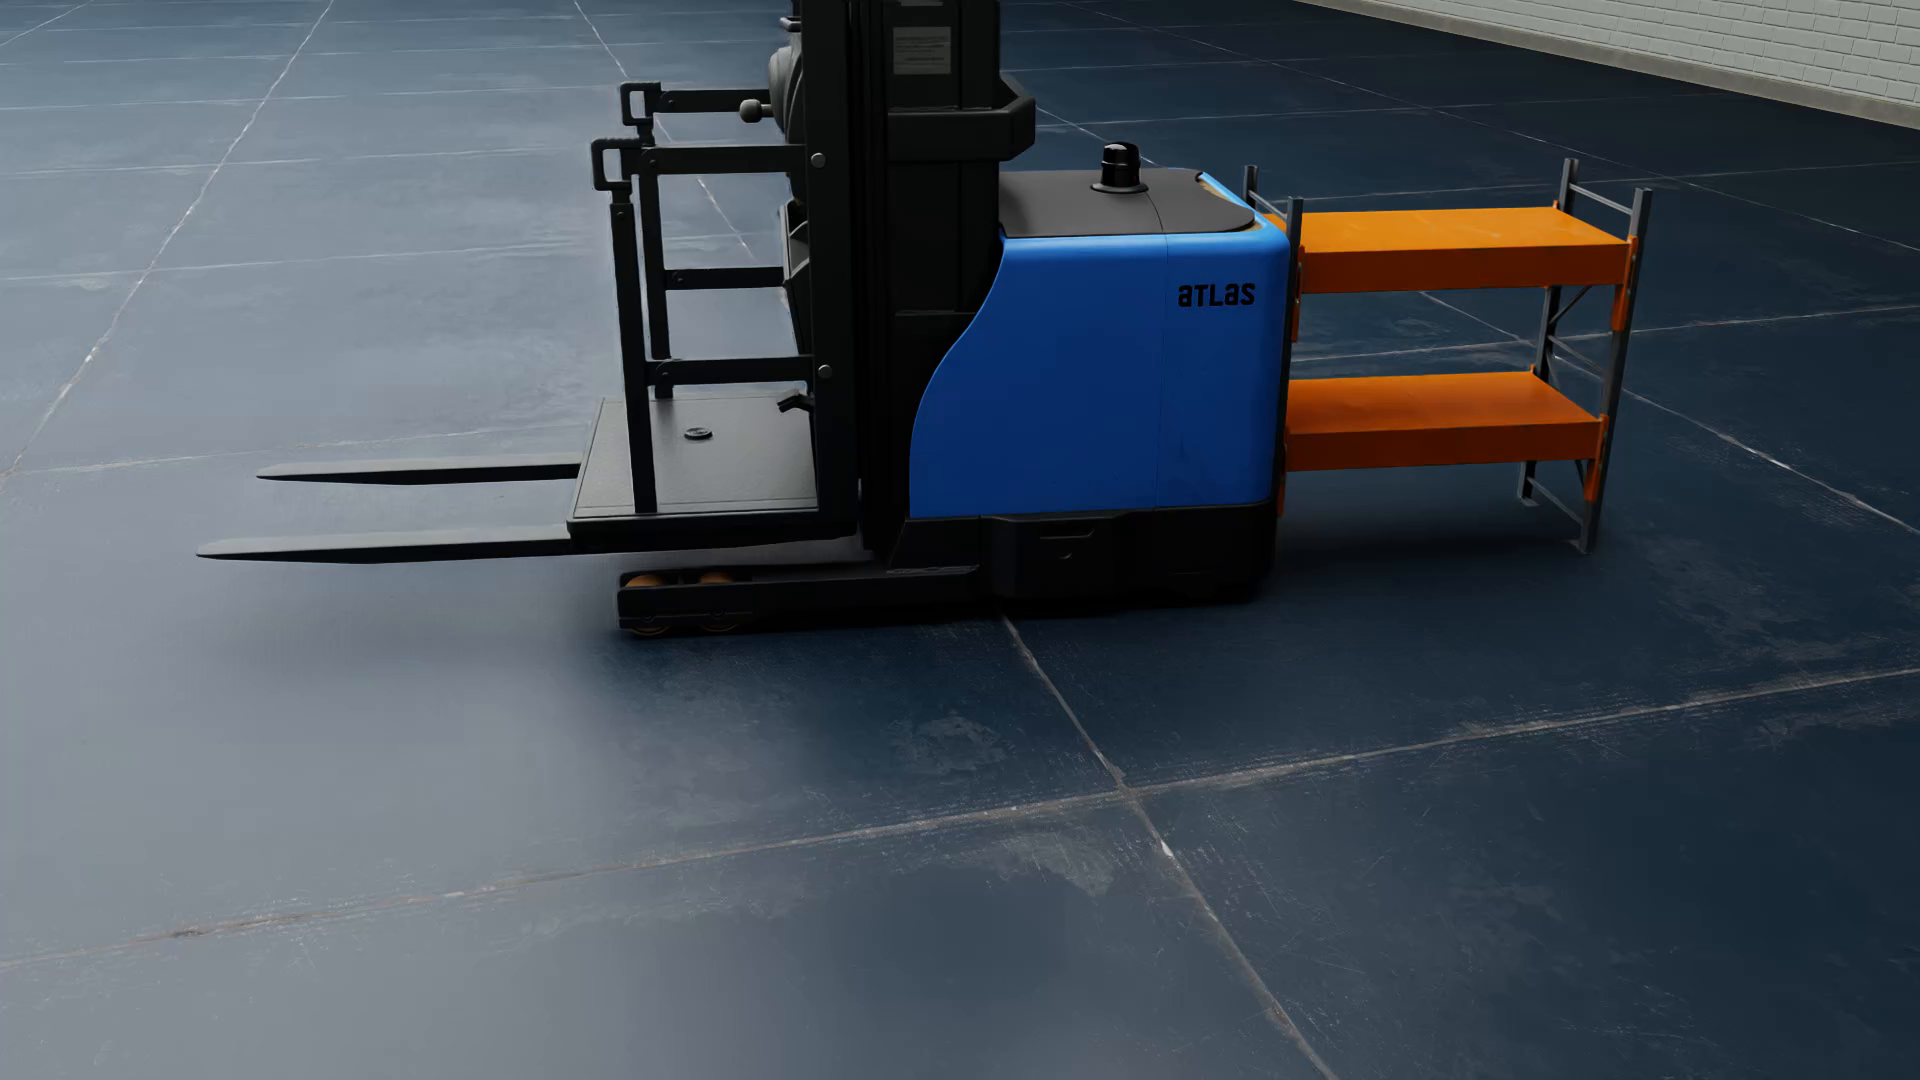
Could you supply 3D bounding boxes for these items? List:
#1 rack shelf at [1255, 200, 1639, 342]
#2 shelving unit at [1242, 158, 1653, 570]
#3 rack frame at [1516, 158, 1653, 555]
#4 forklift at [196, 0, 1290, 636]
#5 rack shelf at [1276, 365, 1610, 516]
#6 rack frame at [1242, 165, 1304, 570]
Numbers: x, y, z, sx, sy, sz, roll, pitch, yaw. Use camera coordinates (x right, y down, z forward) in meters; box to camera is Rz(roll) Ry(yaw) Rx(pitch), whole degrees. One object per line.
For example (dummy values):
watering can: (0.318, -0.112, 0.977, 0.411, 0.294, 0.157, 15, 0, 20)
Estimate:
rack shelf: (1.412, -0.815, 4.980, 1.000, 0.278, 0.538, -3, 23, -6)
shelving unit: (1.412, -0.546, 5.096, 1.048, 1.125, 0.538, -3, 23, -6)
rack frame: (1.917, -0.569, 5.149, 0.032, 1.125, 0.500, -3, 23, -6)
forklift: (-0.646, -1.300, 4.564, 3.031, 2.935, 1.130, -3, 23, -6)
rack shelf: (1.412, -0.321, 5.192, 1.000, 0.278, 0.538, -3, 23, -6)
rack frame: (0.907, -0.523, 5.042, 0.032, 1.125, 0.500, -3, 23, -6)
